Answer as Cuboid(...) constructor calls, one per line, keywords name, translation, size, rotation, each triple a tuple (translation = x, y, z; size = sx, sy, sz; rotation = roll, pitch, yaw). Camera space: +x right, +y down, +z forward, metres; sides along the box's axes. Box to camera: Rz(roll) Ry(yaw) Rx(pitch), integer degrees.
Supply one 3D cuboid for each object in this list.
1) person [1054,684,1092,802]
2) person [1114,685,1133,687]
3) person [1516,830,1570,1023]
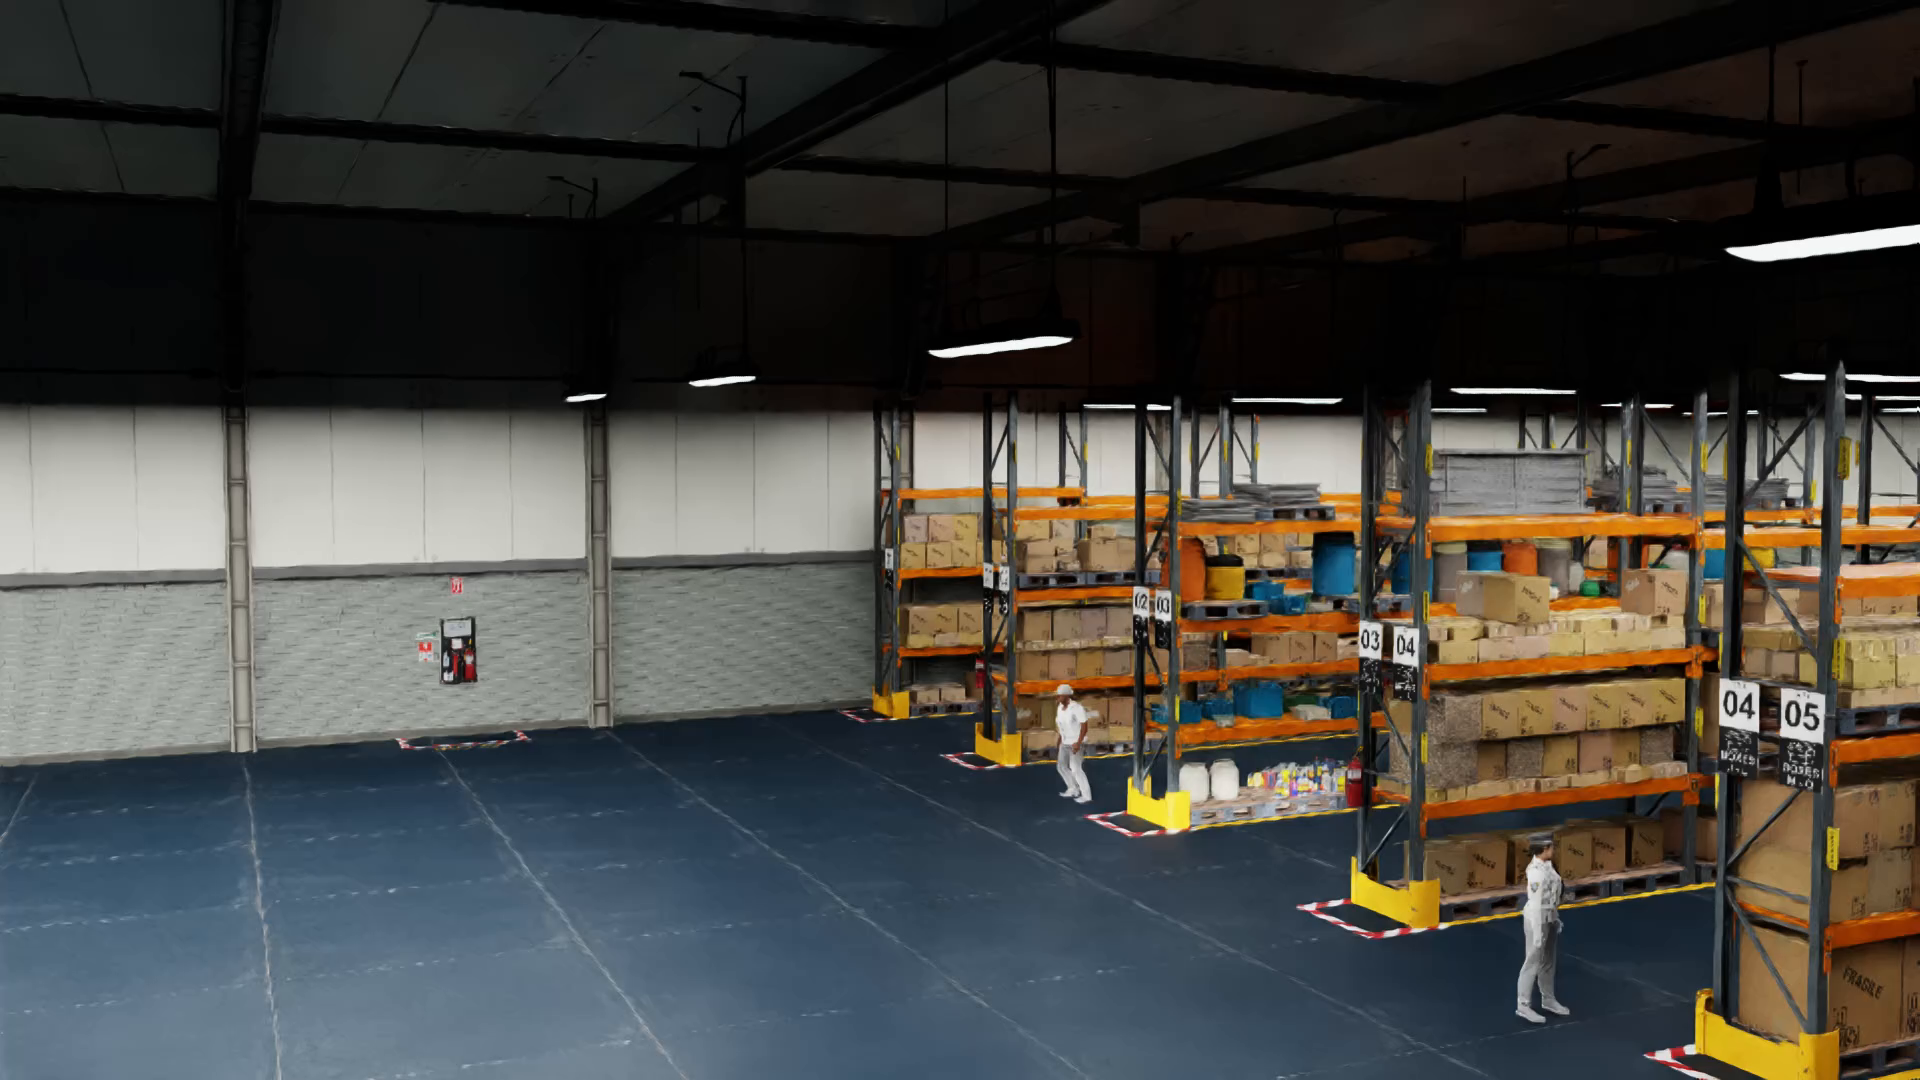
Cuboid(name="person", translation=(1.604, 2.918, 24.005), size=(0.578, 1.714, 0.719), rotation=(-2, 4, -27))
Cuboid(name="person", translation=(2.915, 2.523, 30.472), size=(1.044, 1.736, 0.565), rotation=(-2, 4, -25))
Cuboid(name="person", translation=(5.255, 3.444, 14.928), size=(0.416, 1.677, 0.537), rotation=(2, 4, 34))
